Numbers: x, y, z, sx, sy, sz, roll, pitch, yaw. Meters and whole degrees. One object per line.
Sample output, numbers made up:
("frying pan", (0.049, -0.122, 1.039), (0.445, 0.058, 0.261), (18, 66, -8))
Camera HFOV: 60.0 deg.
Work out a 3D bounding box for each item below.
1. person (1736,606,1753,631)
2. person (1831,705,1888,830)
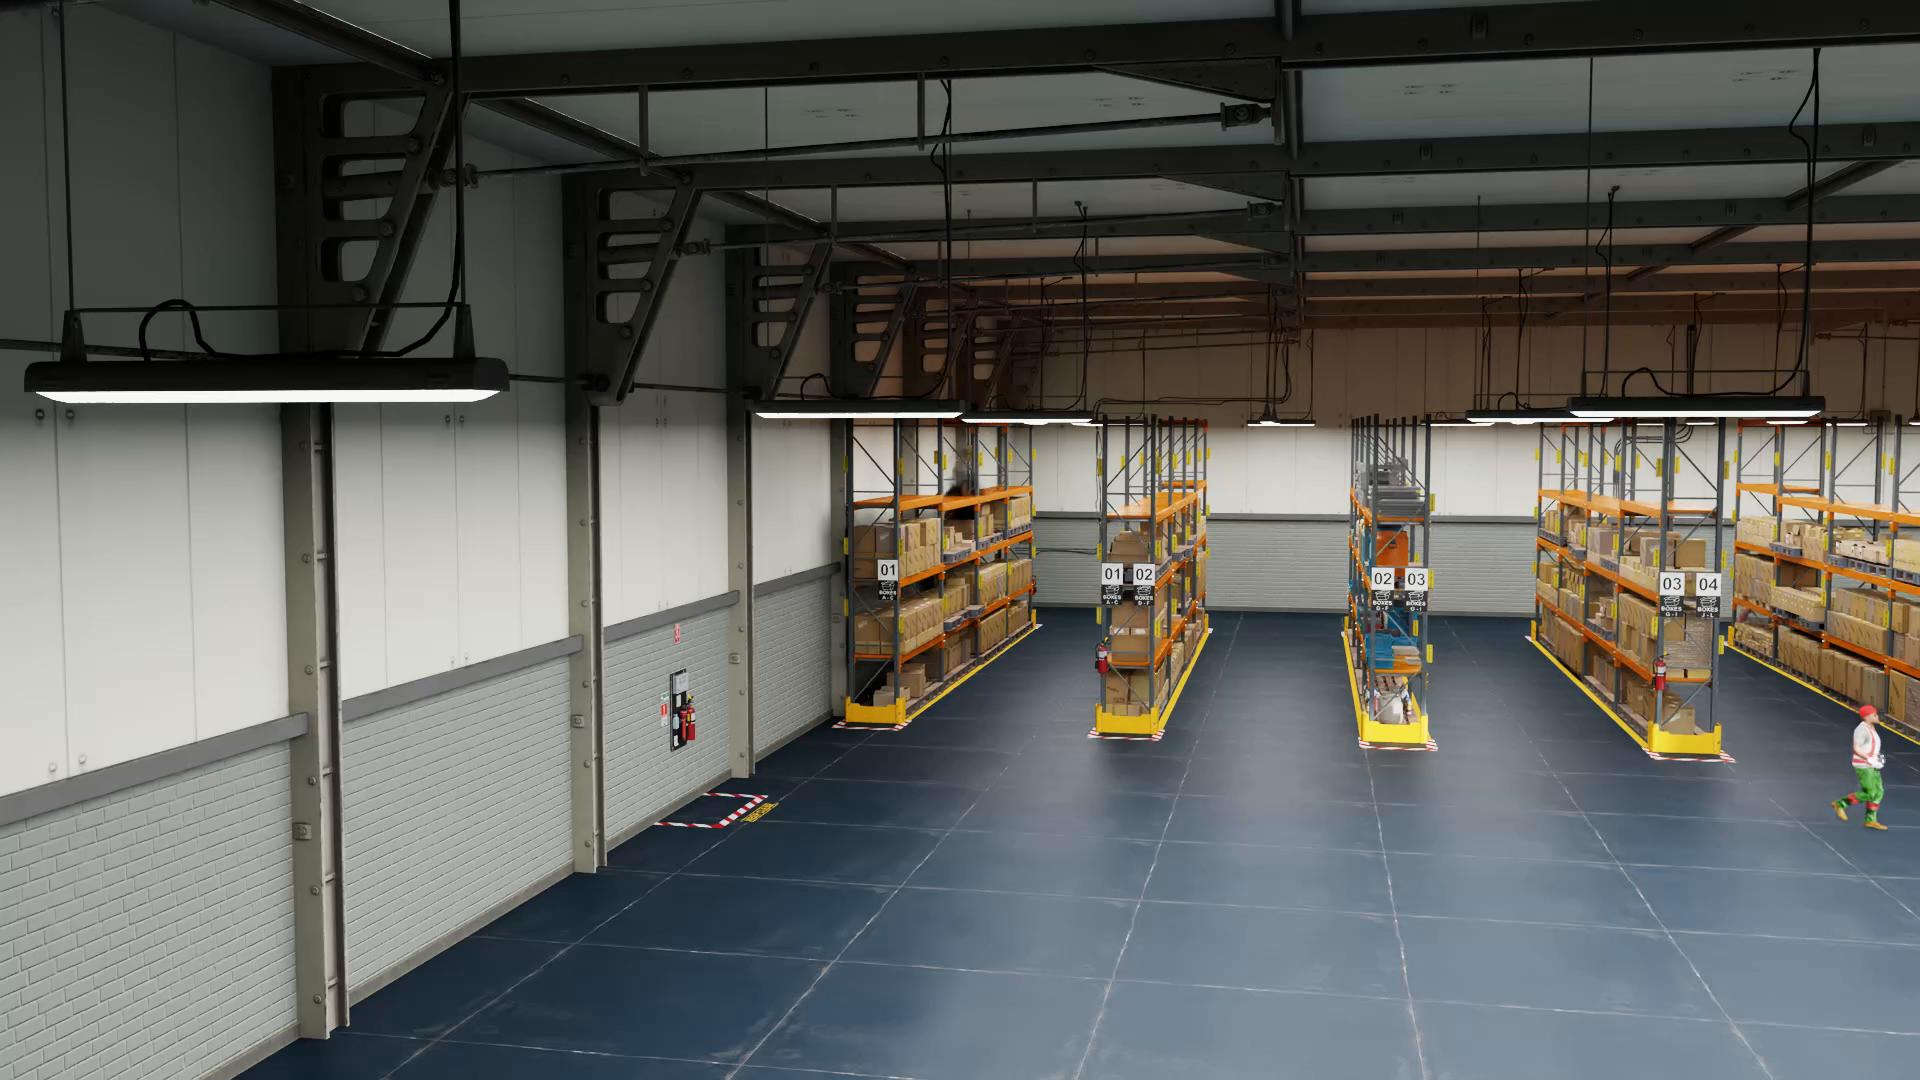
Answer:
("person", (21.350, 1.907, 45.112), (0.834, 1.668, 0.617), (1, 4, 9))
("person", (12.993, 3.251, 23.947), (0.717, 1.771, 0.683), (3, 5, 41))
